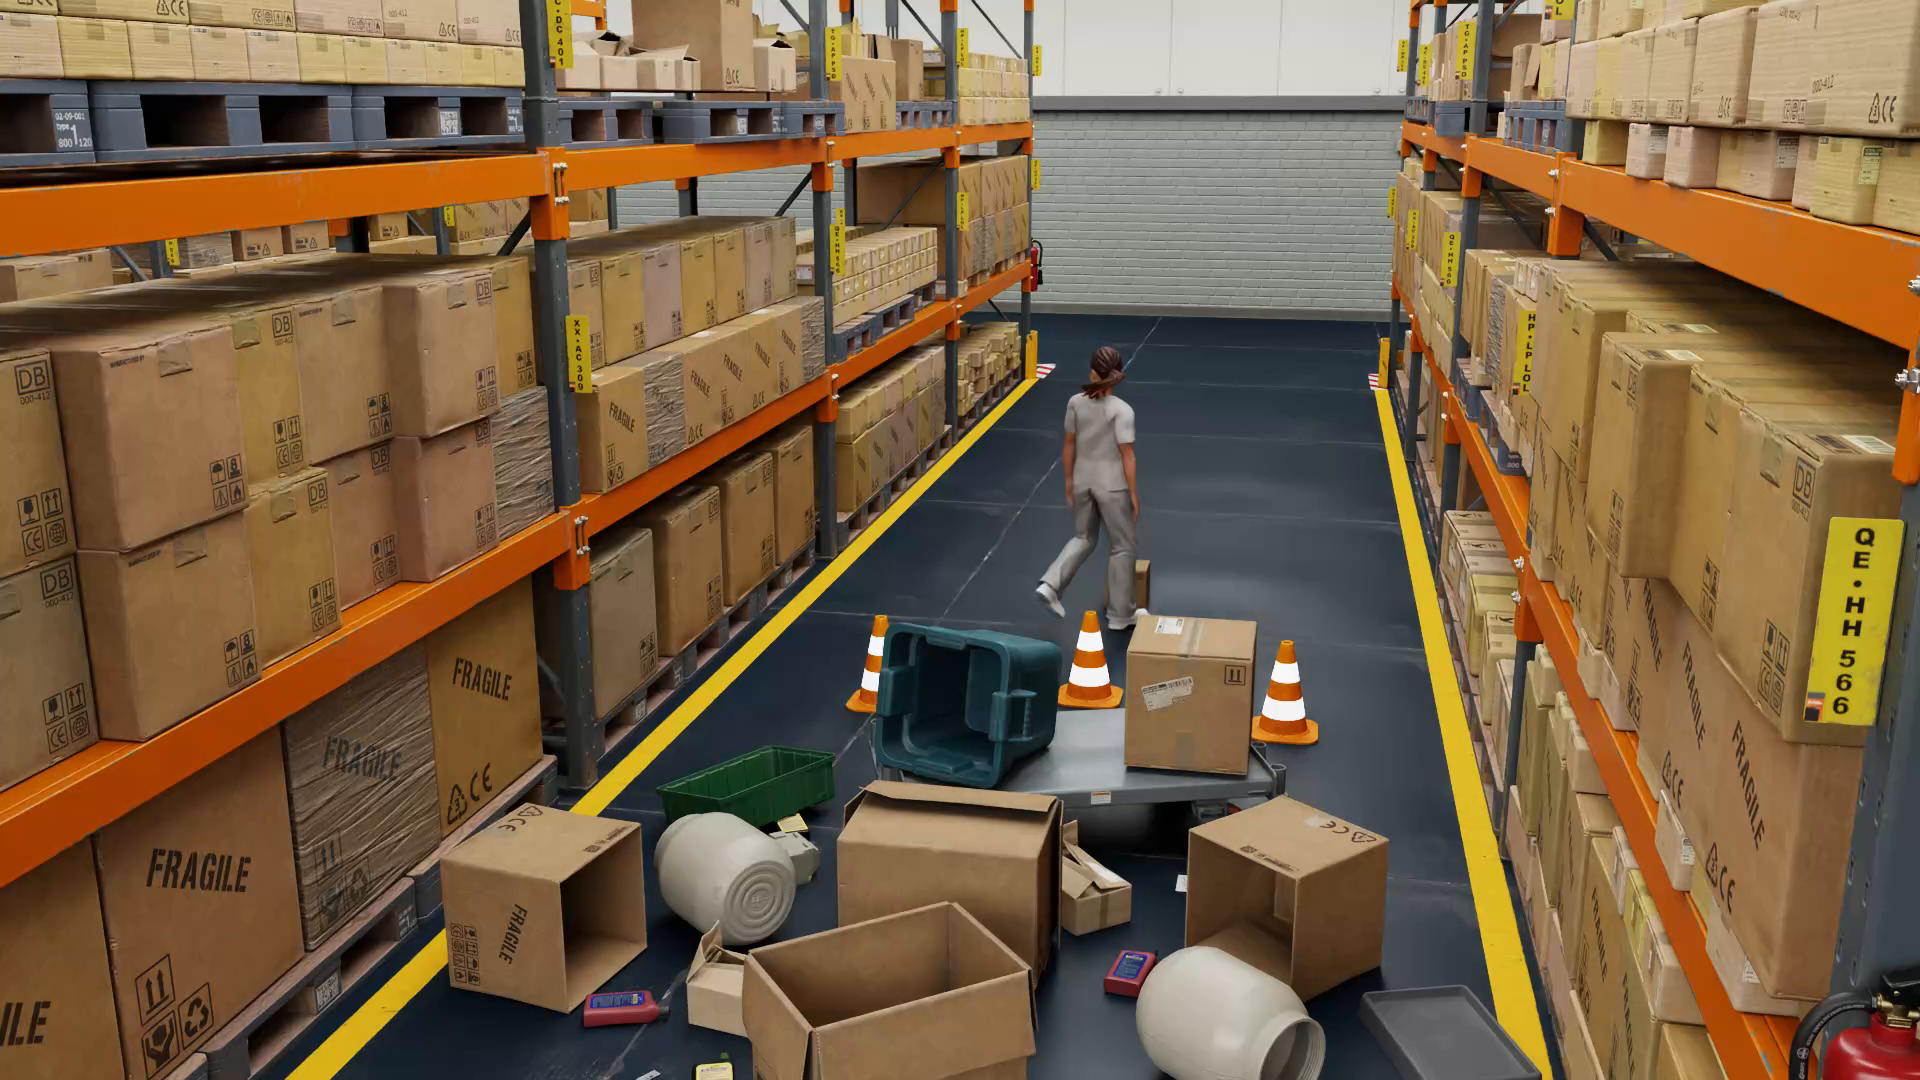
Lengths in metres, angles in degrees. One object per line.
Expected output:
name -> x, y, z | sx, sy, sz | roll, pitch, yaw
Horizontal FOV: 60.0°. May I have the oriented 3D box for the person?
person -> 0.794, -0.282, 9.552 | 0.481, 1.664, 0.701 | 12, 19, 39
